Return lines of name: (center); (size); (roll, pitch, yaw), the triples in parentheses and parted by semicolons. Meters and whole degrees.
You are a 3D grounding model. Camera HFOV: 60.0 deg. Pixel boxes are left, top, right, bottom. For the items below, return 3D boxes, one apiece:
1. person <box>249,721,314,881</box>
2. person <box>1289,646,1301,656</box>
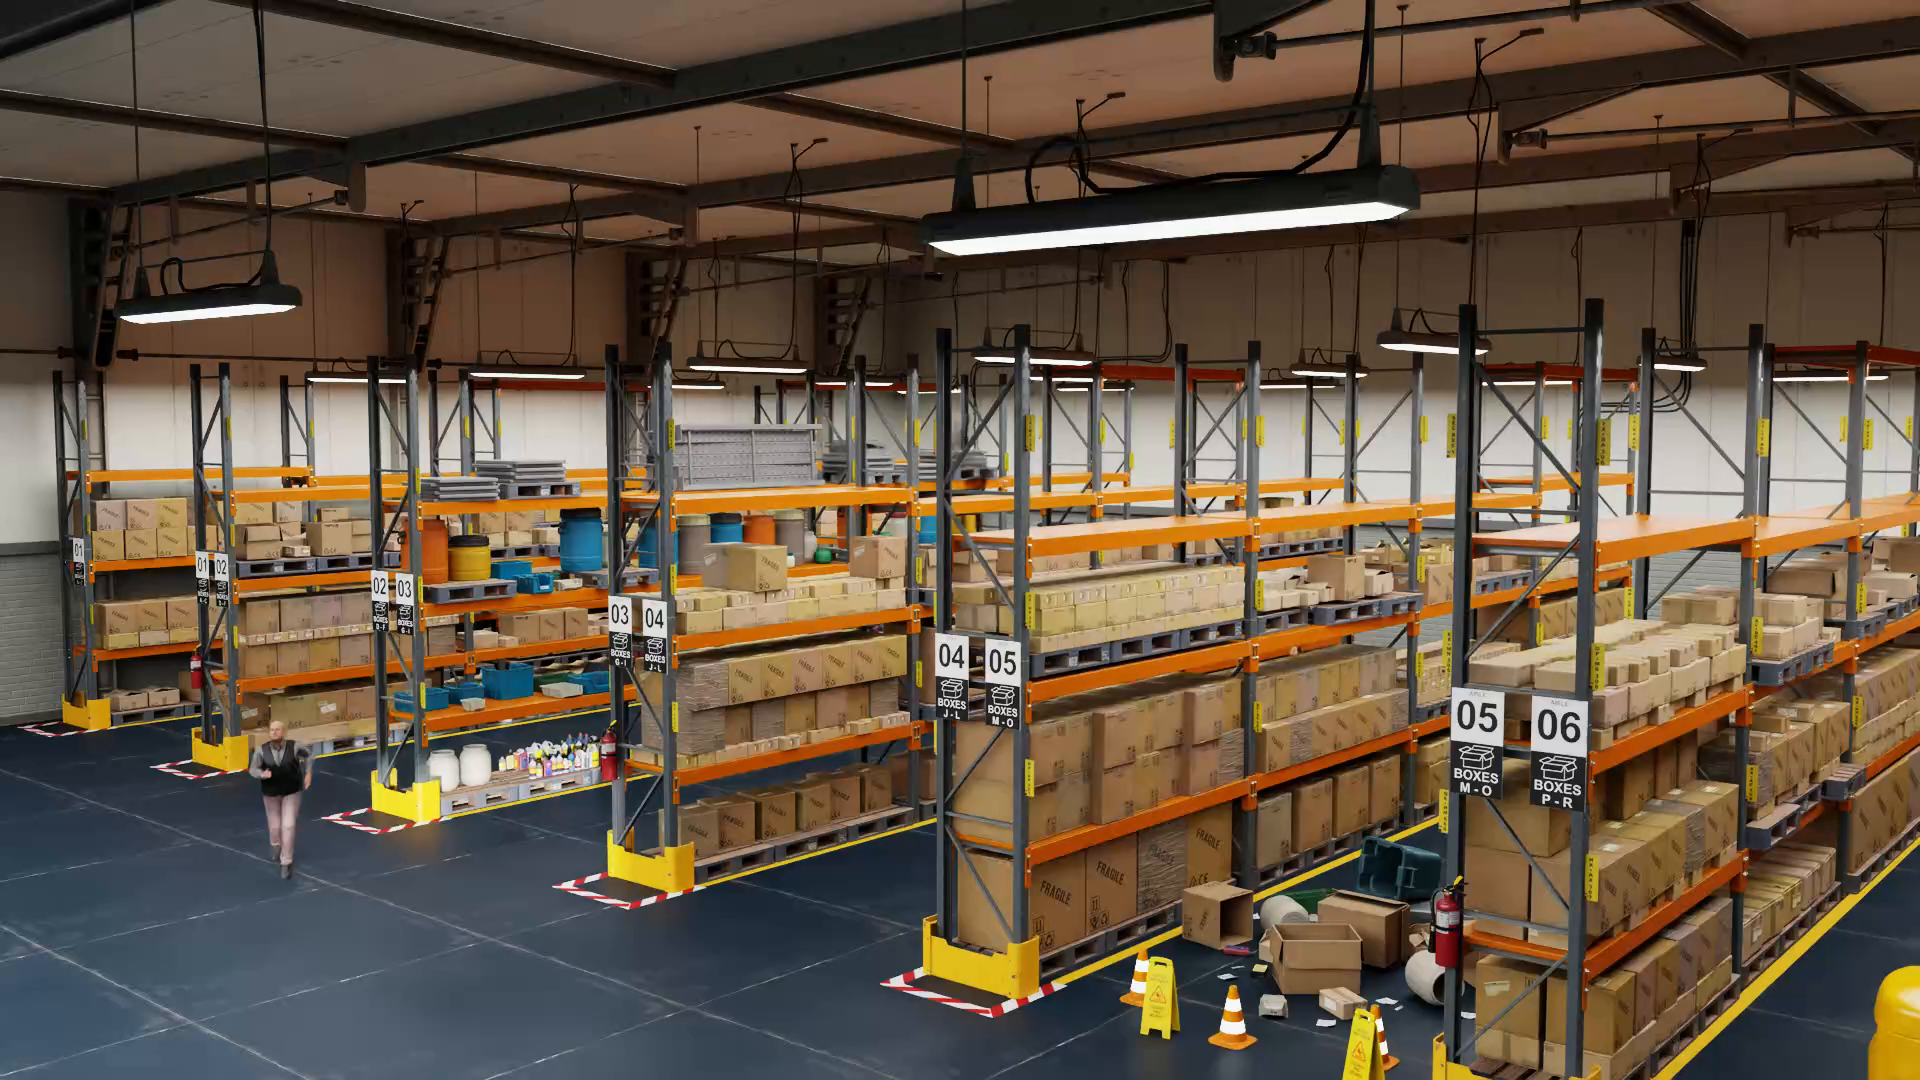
person: (-7.758, 2.931, 19.042); (0.663, 1.760, 0.939); (-1, 4, -13)
person: (5.296, 2.463, 26.259); (0.579, 1.650, 0.791); (3, 5, 36)
